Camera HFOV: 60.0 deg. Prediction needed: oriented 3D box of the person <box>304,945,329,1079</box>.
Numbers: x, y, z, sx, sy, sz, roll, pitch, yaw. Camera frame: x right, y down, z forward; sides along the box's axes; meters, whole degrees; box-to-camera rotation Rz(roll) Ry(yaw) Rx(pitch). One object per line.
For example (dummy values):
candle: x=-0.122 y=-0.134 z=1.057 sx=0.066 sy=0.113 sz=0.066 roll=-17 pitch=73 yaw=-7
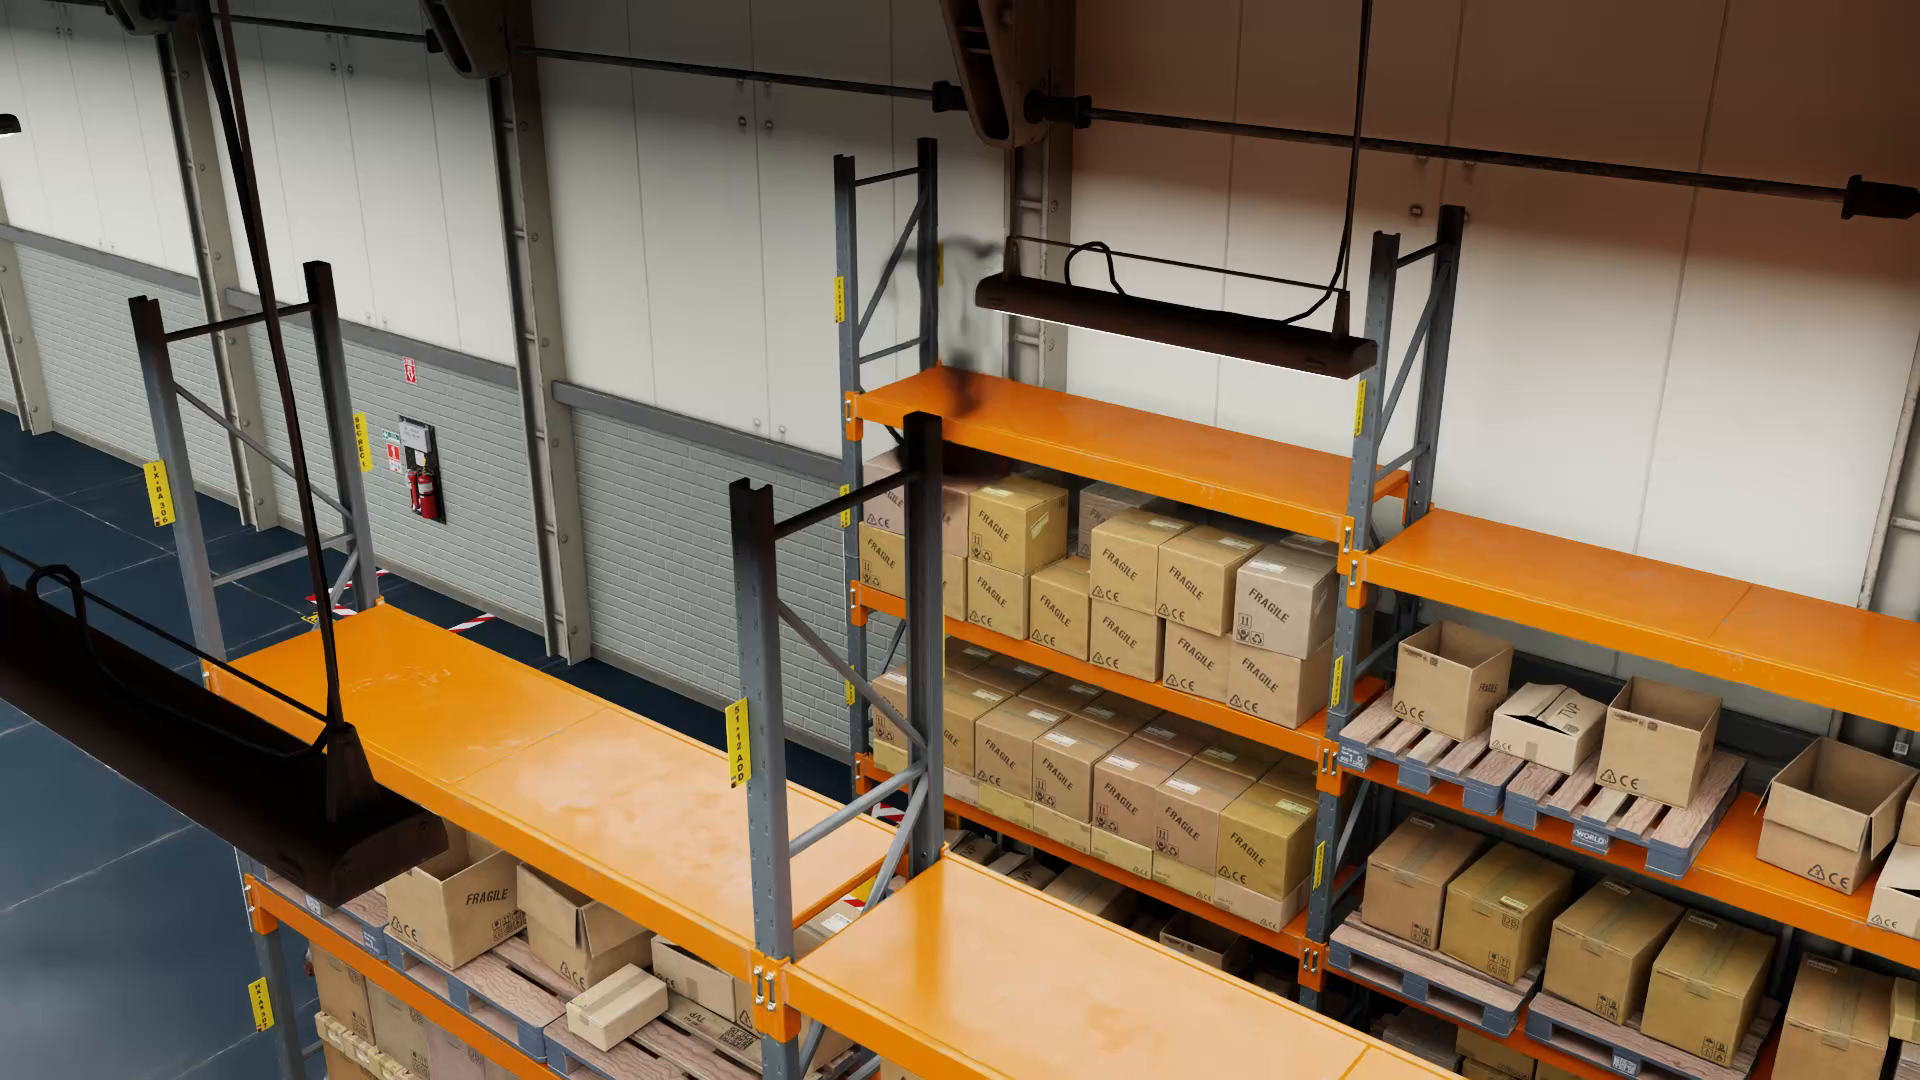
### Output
person: x=-4.009 y=2.994 z=11.222 sx=0.846 sy=1.796 sz=0.765 roll=11 pitch=25 yaw=25
